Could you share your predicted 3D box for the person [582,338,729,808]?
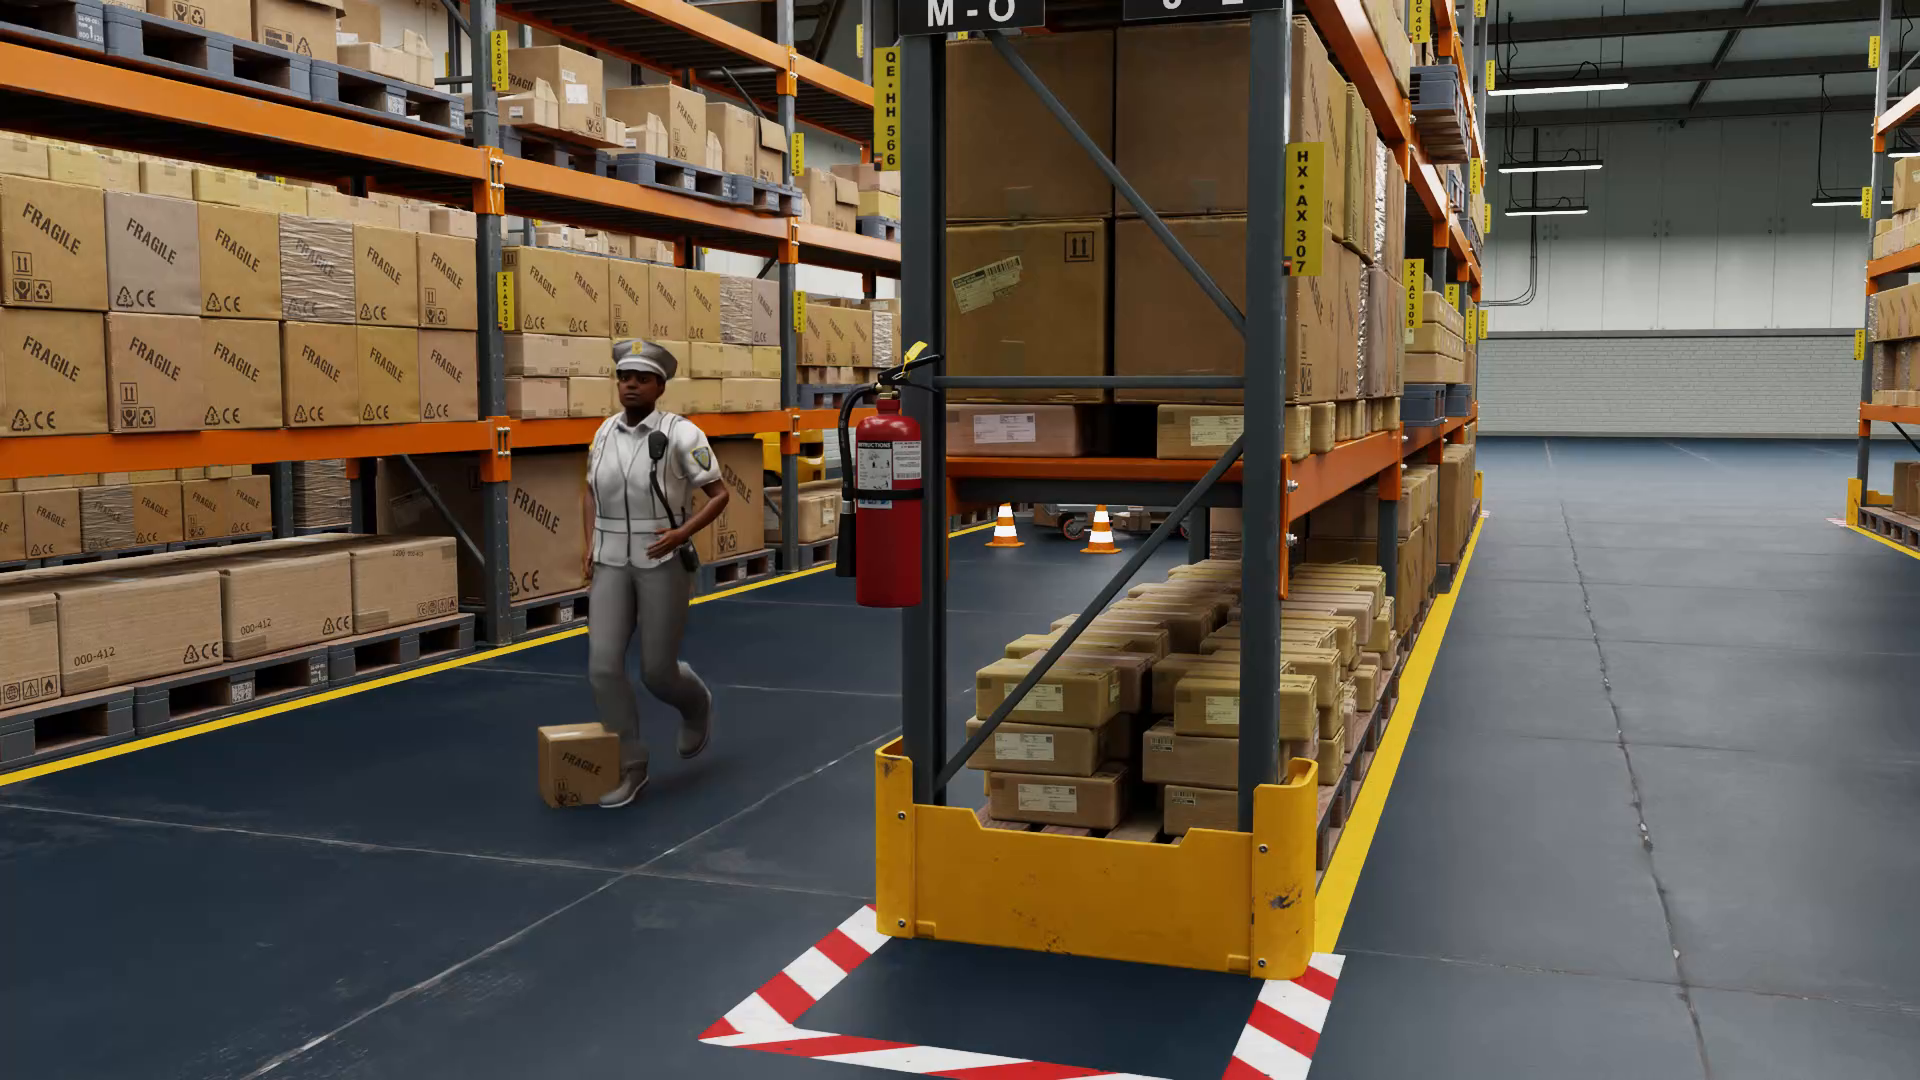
[{"bbox_3d":[-1.140,0.104,6.166,0.606,1.686,0.677,1,5,13],"label":"person"}]
